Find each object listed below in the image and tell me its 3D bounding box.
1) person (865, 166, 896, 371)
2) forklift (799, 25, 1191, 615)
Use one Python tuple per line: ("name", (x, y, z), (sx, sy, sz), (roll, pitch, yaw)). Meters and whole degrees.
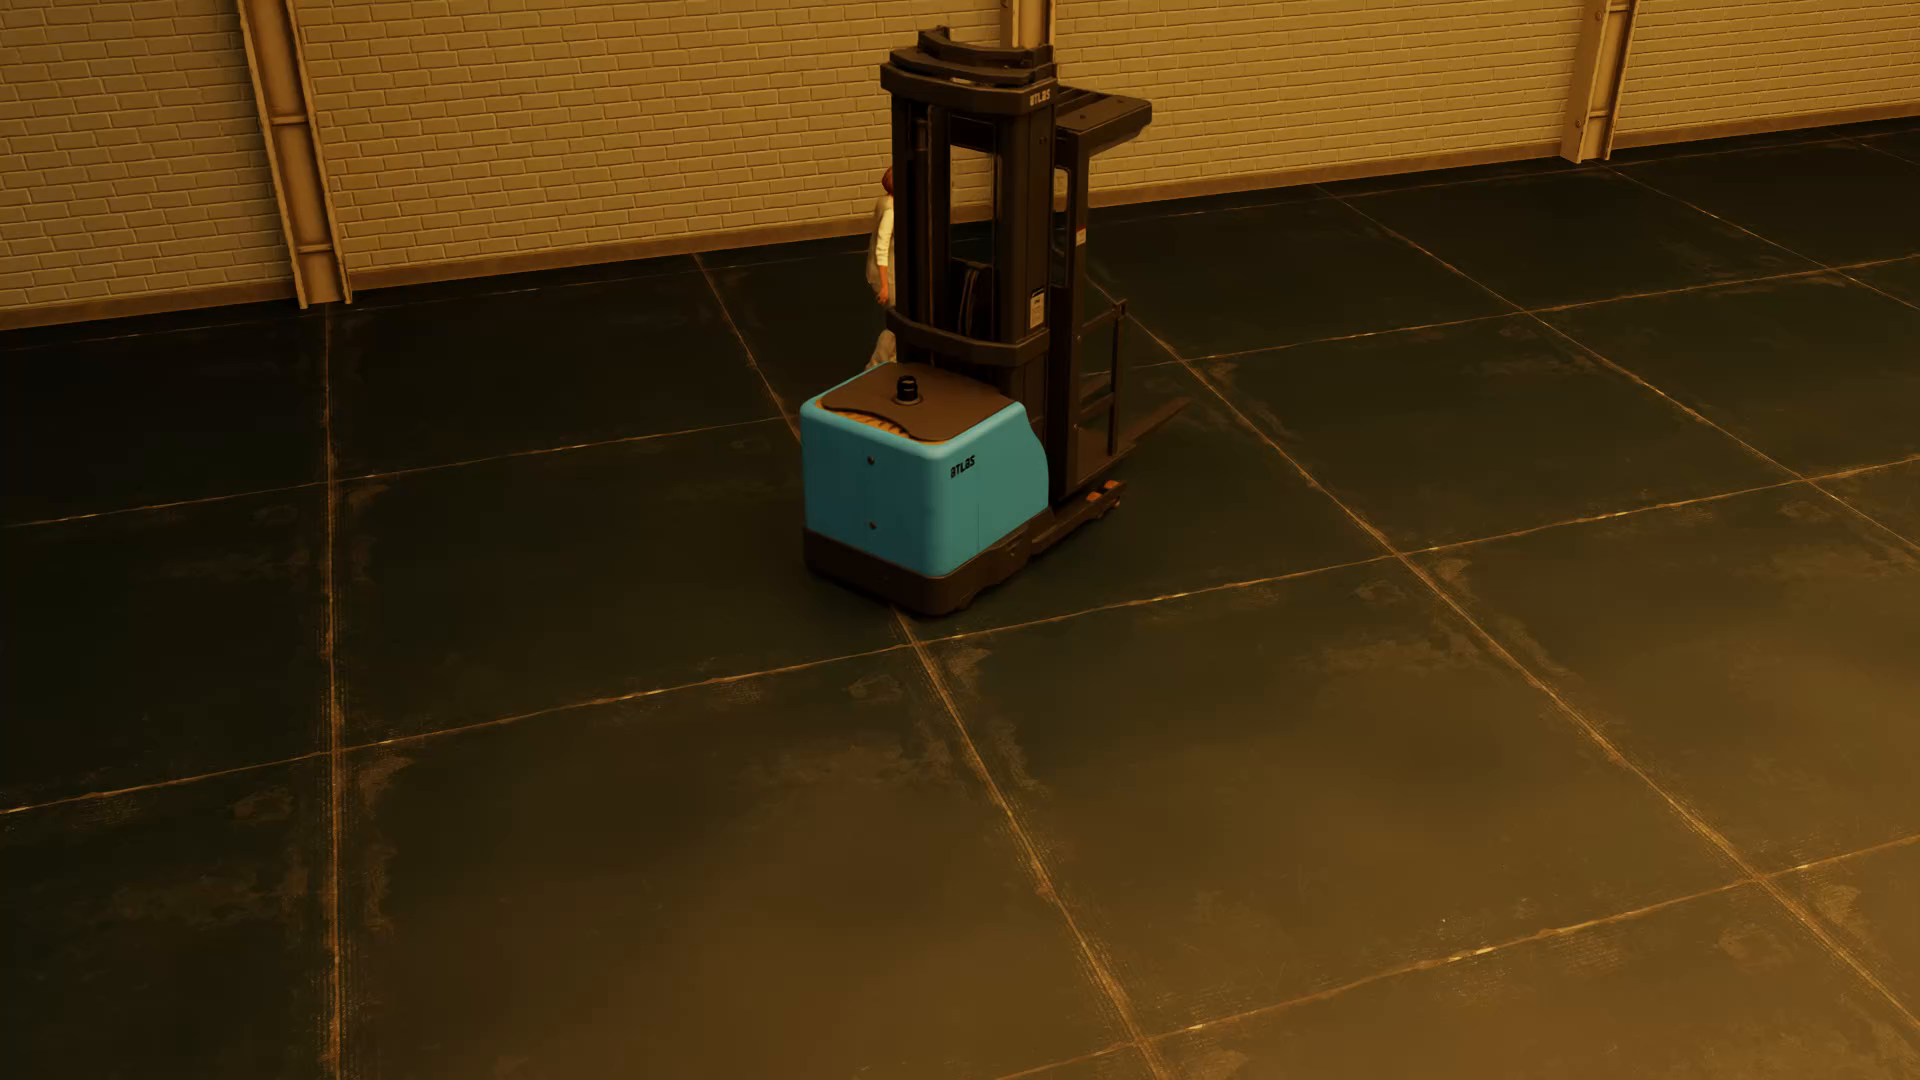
("person", (-0.498, -1.850, 11.612), (0.385, 1.561, 0.726), (-4, 30, -6))
("forklift", (0.382, -1.531, 9.748), (1.130, 2.935, 3.031), (21, 36, 32))
